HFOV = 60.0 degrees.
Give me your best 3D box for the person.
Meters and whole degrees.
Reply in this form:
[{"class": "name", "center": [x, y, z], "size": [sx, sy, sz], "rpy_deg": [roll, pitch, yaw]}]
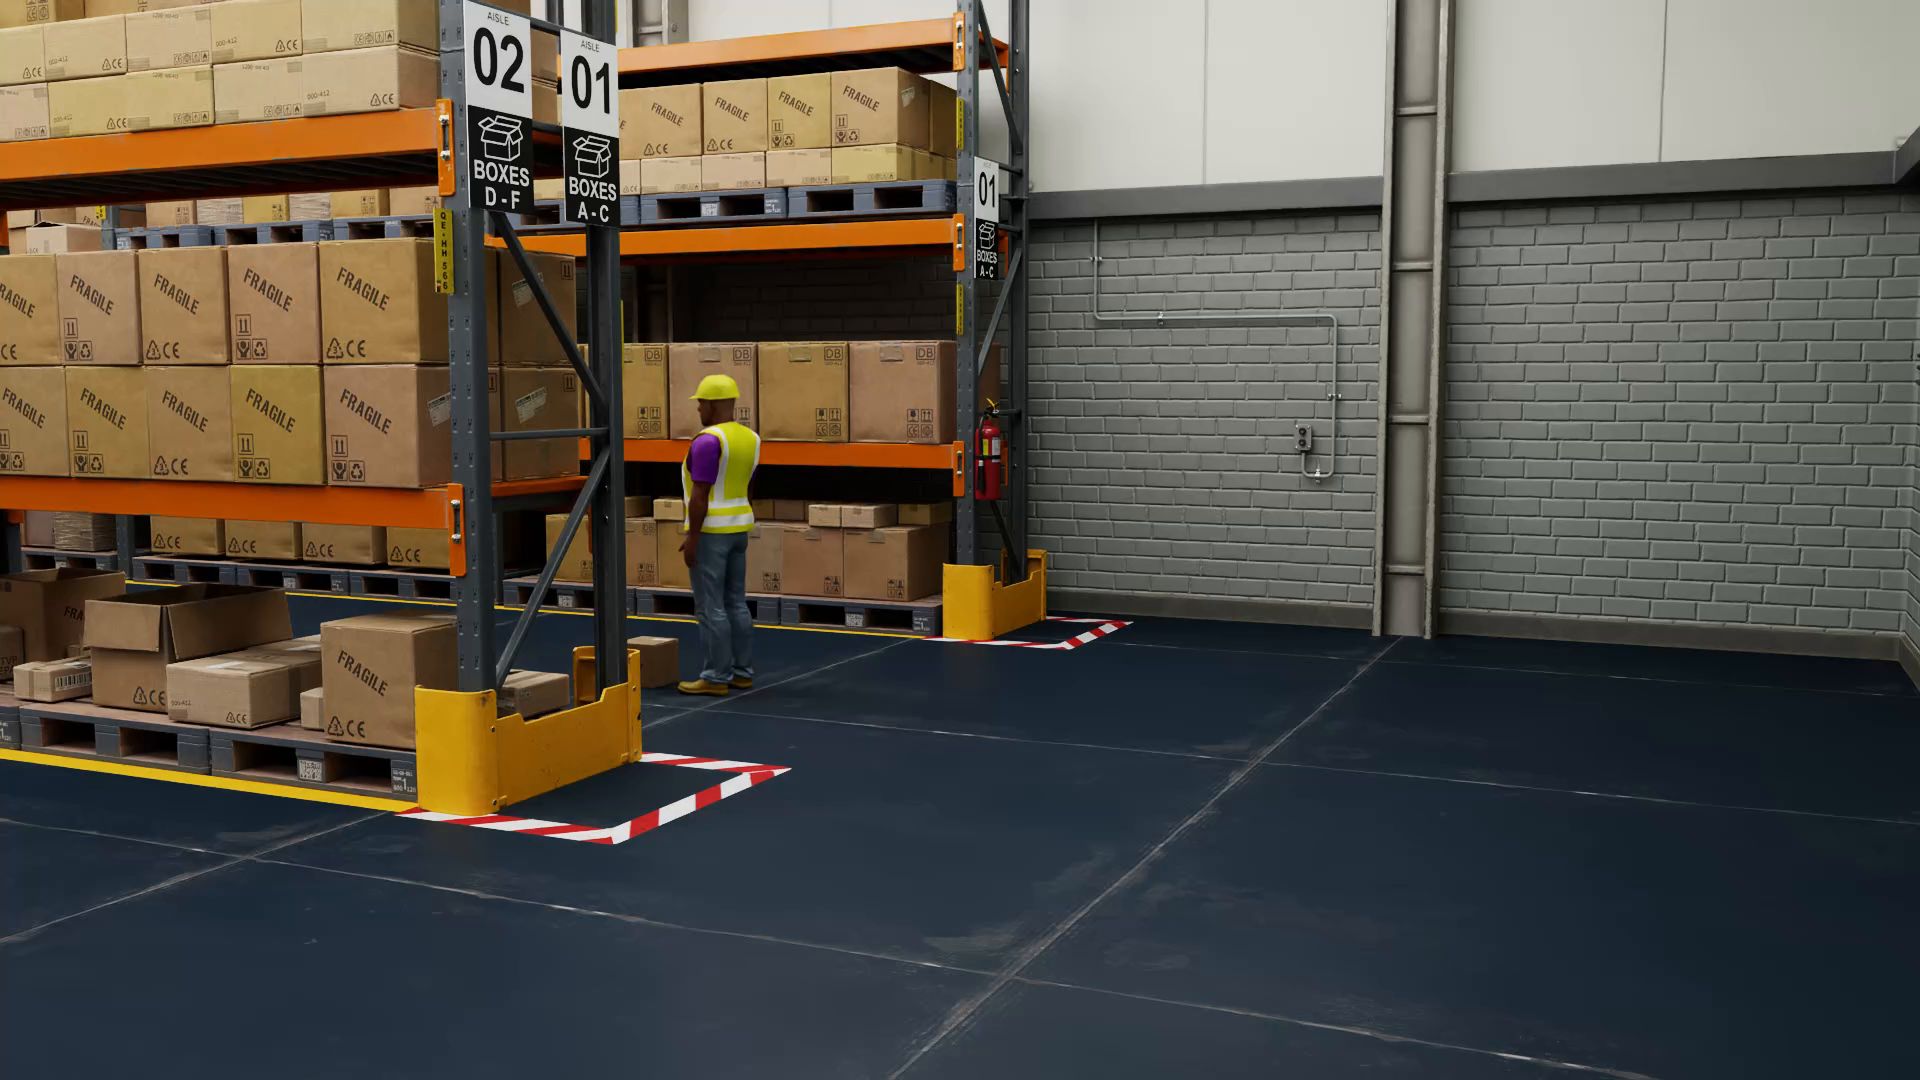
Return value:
[{"class": "person", "center": [-1.351, -0.034, 9.257], "size": [0.368, 1.767, 0.563], "rpy_deg": [3, 6, 25]}]
